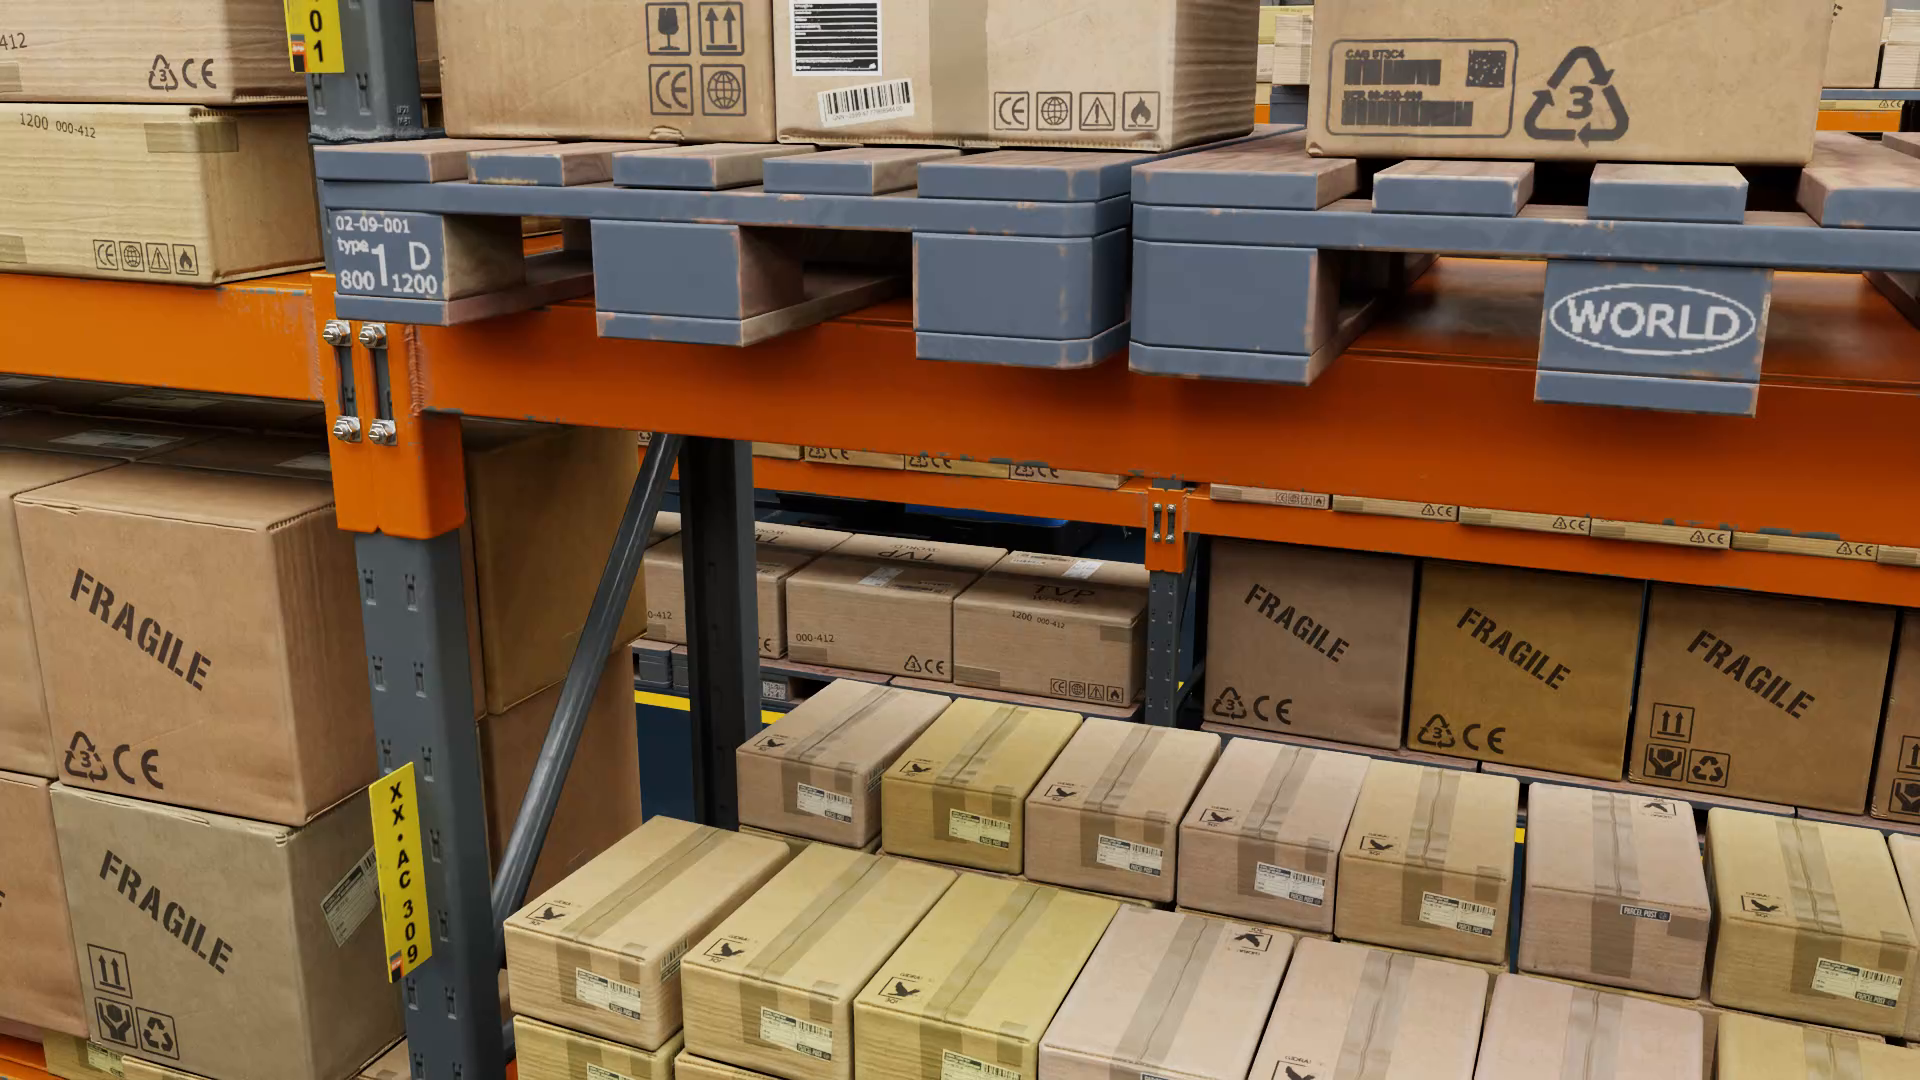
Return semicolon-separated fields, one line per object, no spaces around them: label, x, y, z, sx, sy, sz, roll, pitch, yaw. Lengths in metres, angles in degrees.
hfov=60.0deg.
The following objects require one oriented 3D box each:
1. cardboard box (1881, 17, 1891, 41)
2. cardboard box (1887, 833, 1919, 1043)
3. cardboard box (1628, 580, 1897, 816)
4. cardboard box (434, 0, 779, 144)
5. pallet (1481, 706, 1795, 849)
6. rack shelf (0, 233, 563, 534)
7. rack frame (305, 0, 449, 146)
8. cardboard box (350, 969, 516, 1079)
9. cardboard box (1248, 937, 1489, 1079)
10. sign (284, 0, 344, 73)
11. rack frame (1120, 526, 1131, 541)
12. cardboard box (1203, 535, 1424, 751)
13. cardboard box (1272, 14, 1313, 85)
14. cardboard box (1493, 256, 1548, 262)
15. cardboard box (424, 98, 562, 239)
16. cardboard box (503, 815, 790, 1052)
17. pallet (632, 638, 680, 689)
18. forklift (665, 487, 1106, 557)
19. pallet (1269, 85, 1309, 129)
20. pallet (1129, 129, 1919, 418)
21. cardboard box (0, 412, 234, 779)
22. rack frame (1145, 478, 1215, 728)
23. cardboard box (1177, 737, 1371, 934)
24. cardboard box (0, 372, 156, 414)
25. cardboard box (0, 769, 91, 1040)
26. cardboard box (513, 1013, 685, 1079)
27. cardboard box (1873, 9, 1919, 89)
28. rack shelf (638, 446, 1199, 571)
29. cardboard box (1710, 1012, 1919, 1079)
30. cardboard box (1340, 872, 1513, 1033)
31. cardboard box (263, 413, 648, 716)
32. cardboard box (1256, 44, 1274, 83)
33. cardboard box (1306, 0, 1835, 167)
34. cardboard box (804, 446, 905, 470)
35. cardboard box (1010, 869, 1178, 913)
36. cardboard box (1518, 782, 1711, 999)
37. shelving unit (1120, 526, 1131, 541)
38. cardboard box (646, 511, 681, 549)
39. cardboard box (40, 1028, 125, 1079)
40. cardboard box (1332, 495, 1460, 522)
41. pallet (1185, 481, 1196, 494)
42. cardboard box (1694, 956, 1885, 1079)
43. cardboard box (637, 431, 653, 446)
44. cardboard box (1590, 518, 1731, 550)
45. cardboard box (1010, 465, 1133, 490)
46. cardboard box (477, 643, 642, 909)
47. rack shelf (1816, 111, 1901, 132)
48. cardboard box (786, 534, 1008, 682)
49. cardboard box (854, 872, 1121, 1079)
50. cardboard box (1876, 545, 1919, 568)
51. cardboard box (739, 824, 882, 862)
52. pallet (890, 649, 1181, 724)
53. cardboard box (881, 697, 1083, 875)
cardboard box;5.712;-3.126;10.201;0.250;0.149;0.380;6;17;19
cardboard box;1.490;0.587;2.401;0.250;0.149;0.380;7;18;22
cardboard box;3.354;0.526;7.041;0.875;0.875;0.875;7;17;21
cardboard box;-0.337;-0.847;2.397;0.500;0.500;0.700;6;17;21
pallet;2.957;1.005;7.333;1.213;0.211;1.003;6;17;21
rack shelf;-2.510;-0.523;3.506;4.000;0.370;1.077;6;17;21
rack frame;-0.649;-2.105;2.283;0.127;3.000;1.000;6;17;21
cardboard box;-1.001;0.928;3.046;0.250;0.149;0.380;6;17;20
cardboard box;0.517;0.675;2.098;0.250;0.149;0.380;6;17;20
sign;-0.841;-0.771;2.141;0.005;0.325;0.100;6;17;21
rack frame;0.894;-0.992;11.364;0.015;0.400;2.100;-5;61;-20
cardboard box;1.679;0.344;7.668;0.875;0.875;0.875;7;18;22
cardboard box;1.410;-1.954;6.630;0.258;0.266;0.396;6;17;20
cardboard box;2.529;-0.957;7.119;0.500;0.500;0.500;7;18;22
cardboard box;-0.983;-0.708;3.121;0.500;0.250;0.500;7;18;23
cardboard box;-0.451;0.569;2.463;0.250;0.149;0.380;7;18;23
pallet;-1.875;0.474;9.163;1.213;0.211;1.003;6;17;21
forklift;-0.585;-1.473;10.989;3.031;2.935;1.130;6;17;21
pallet;1.944;-1.785;6.907;1.217;0.209;0.805;6;17;18
pallet;0.852;-0.378;2.052;1.003;0.211;1.213;6;17;21
cardboard box;-1.668;0.076;3.026;0.500;0.500;0.500;6;17;19
rack frame;1.073;-0.518;7.577;0.127;3.000;1.000;6;17;21
cardboard box;0.530;0.481;2.767;0.250;0.149;0.380;6;17;20
cardboard box;-1.925;-0.113;3.675;0.500;0.500;0.500;7;17;22
cardboard box;-1.685;0.556;3.166;0.500;0.500;0.500;6;17;19
cardboard box;-0.451;0.712;2.504;0.250;0.149;0.380;7;17;22
cardboard box;3.385;-1.736;5.882;0.258;0.266;0.396;6;17;19
rack shelf;-0.787;-0.377;8.382;4.000;0.370;1.077;6;17;21
cardboard box;1.004;0.728;1.916;0.250;0.149;0.380;7;18;22
cardboard box;0.766;0.649;2.723;0.250;0.149;0.380;5;17;18
cardboard box;-0.979;-0.004;3.301;0.500;0.500;0.500;7;17;22
cardboard box;2.350;-3.301;11.520;0.500;0.250;0.500;6;17;21
cardboard box;0.740;-0.723;1.966;0.637;0.503;0.797;6;17;20
cardboard box;-0.406;-0.646;7.839;0.500;0.500;0.500;6;17;20
cardboard box;0.269;0.595;2.909;0.250;0.149;0.380;7;18;23
cardboard box;1.008;0.534;2.586;0.250;0.149;0.380;5;17;18
shelving unit;1.123;-1.013;11.445;0.503;0.431;2.100;-5;61;-20
cardboard box;-1.997;0.143;9.142;0.875;0.438;0.875;6;17;19
cardboard box;-1.507;0.888;3.187;0.250;0.149;0.380;7;18;23
cardboard box;1.868;-0.280;7.026;0.500;0.250;0.500;6;17;19
pallet;2.252;-0.537;12.644;1.213;0.211;1.003;6;17;21
cardboard box;1.245;0.702;2.539;0.250;0.149;0.380;7;18;23
cardboard box;-1.359;-0.750;8.198;0.500;0.500;0.500;6;17;20
cardboard box;2.800;-0.170;6.647;0.500;0.250;0.500;6;17;20
cardboard box;0.548;-0.547;7.498;0.500;0.500;0.500;6;17;21
cardboard box;-1.017;0.469;3.463;0.500;0.500;0.500;6;17;20
rack shelf;4.751;-2.696;10.990;4.000;0.370;1.077;6;17;21
cardboard box;-0.305;0.327;8.508;0.875;0.438;0.875;6;17;19
cardboard box;0.048;0.623;2.278;0.250;0.149;0.380;6;17;21
cardboard box;3.747;-0.069;6.301;0.500;0.250;0.500;7;17;22
cardboard box;-0.206;0.542;3.090;0.250;0.149;0.380;7;18;22
pallet;0.394;0.723;8.304;1.213;0.211;1.003;6;17;21
cardboard box;0.046;0.427;2.952;0.250;0.149;0.380;6;17;19
